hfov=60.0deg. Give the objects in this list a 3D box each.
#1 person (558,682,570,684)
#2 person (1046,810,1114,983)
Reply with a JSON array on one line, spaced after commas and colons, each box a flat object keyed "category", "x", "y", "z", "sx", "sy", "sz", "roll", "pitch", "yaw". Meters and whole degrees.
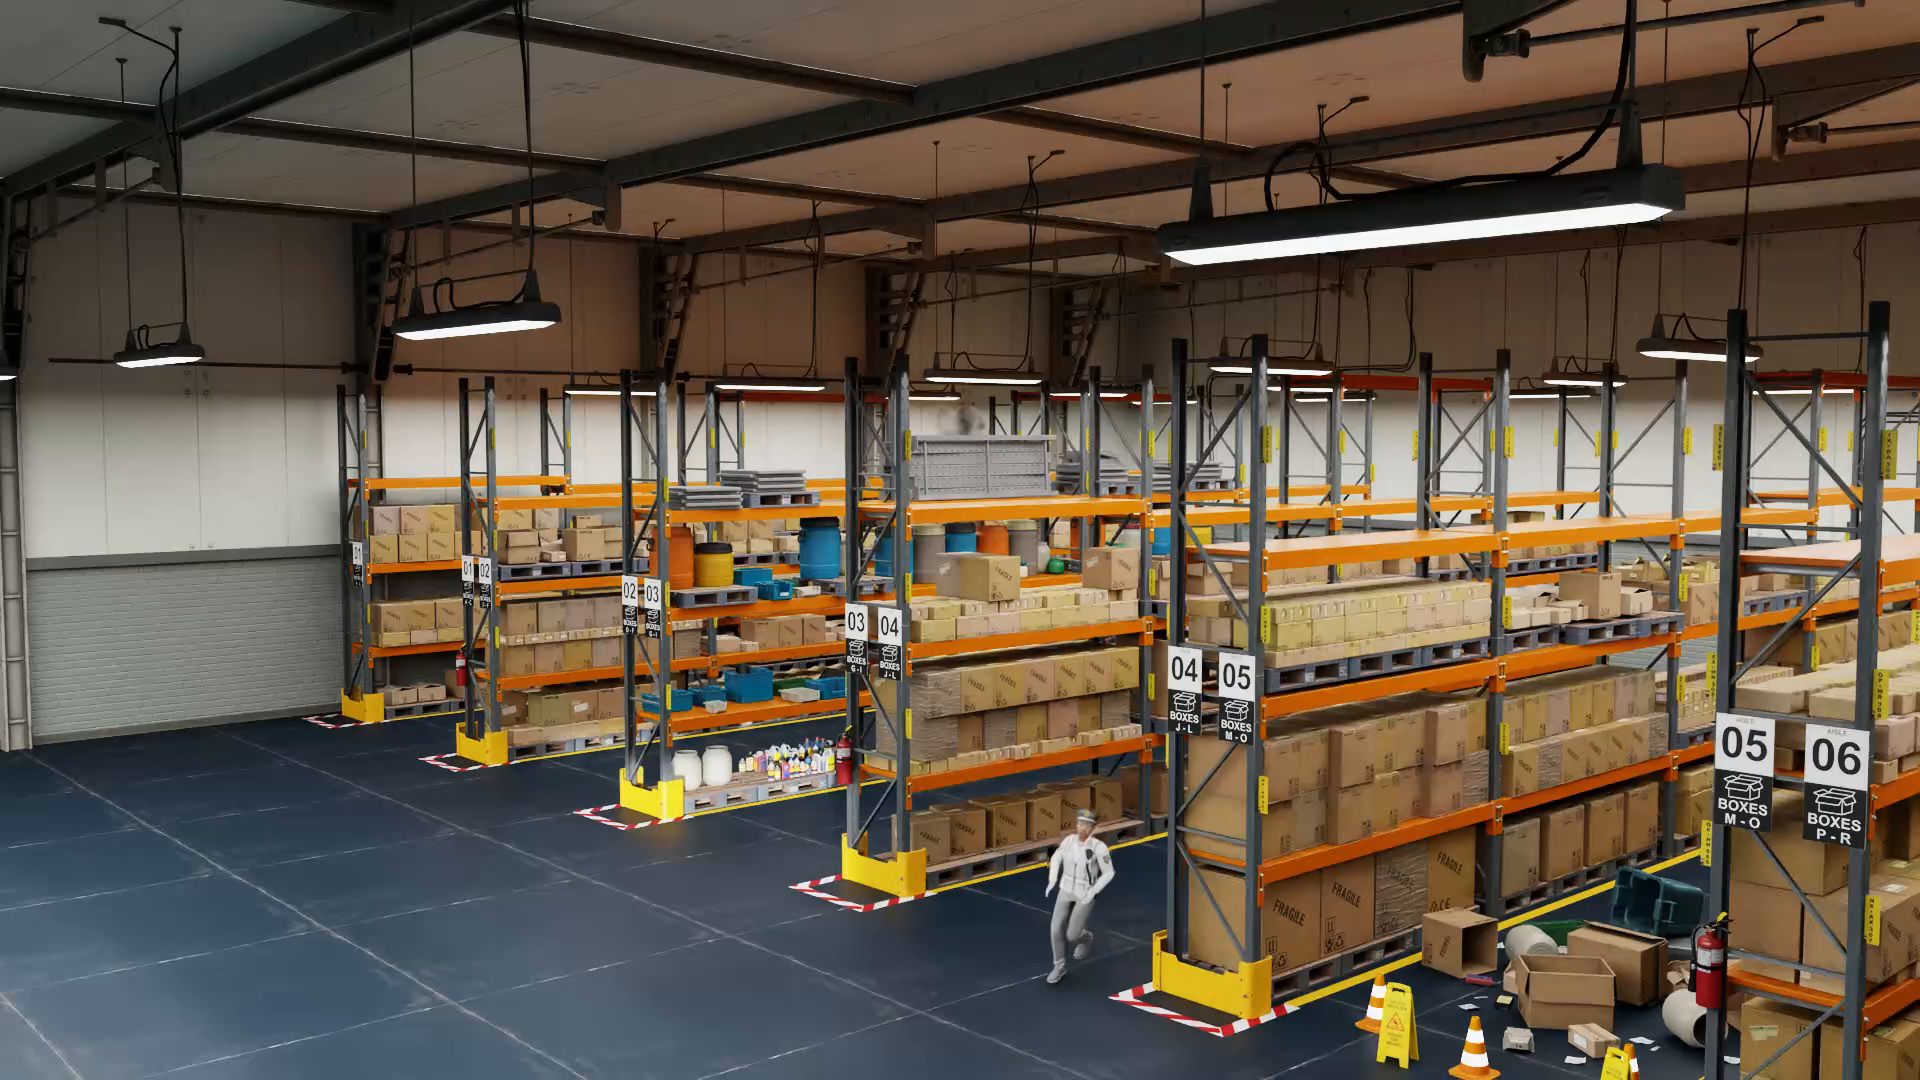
[{"category": "person", "x": -6.860, "y": 2.372, "z": 28.678, "sx": 0.664, "sy": 1.823, "sz": 0.809, "roll": 3, "pitch": 5, "yaw": 42}, {"category": "person", "x": 1.143, "y": 3.334, "z": 15.705, "sx": 0.656, "sy": 1.651, "sz": 0.601, "roll": 2, "pitch": 4, "yaw": 30}]
